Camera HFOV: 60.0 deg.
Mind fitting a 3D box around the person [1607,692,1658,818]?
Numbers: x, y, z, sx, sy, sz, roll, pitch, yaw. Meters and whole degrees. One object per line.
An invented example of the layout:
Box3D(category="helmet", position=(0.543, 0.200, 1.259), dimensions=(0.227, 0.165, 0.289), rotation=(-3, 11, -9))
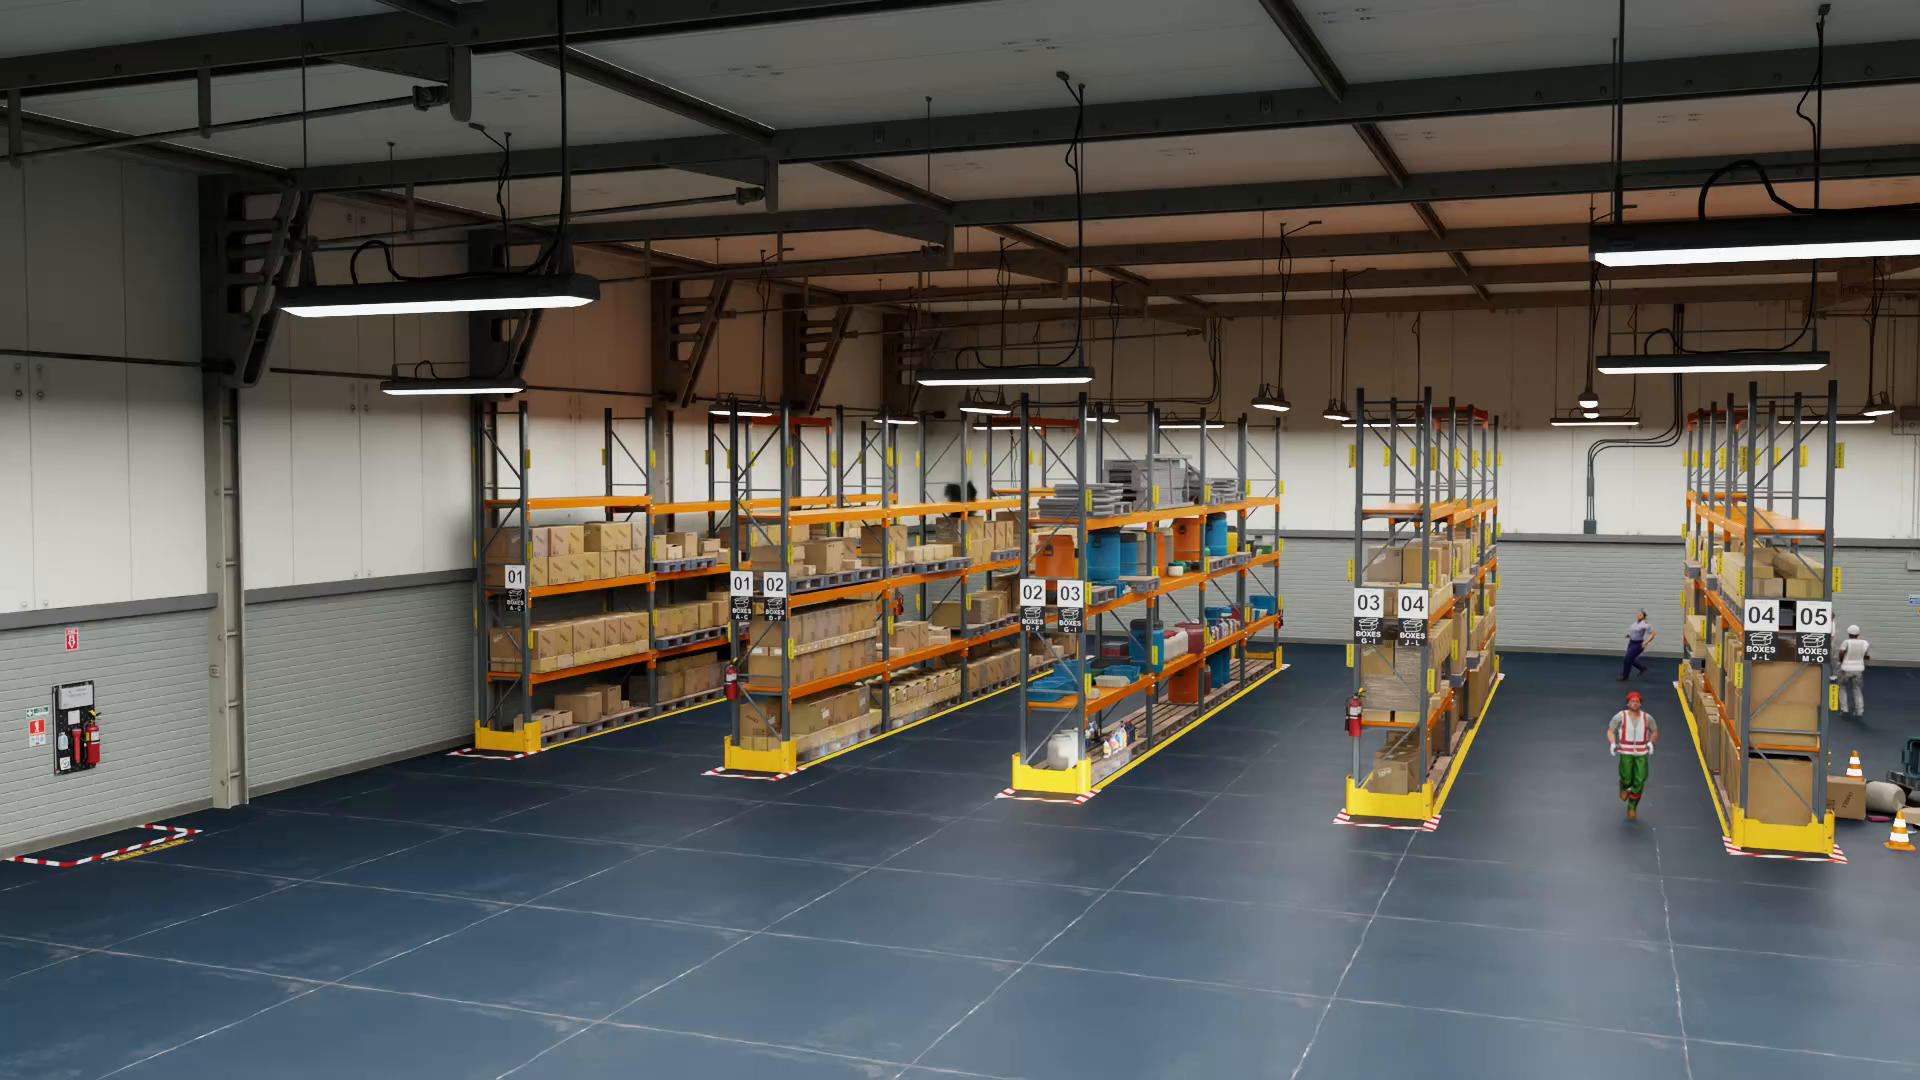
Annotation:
Box3D(category="person", position=(9.480, 3.005, 23.421), dimensions=(0.670, 1.752, 0.611), rotation=(1, 3, 13))

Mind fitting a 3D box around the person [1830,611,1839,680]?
Box3D(category="person", position=(19.554, 2.375, 37.492), dimensions=(0.638, 1.595, 0.517), rotation=(0, 3, -6))

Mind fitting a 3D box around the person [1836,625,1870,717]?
Box3D(category="person", position=(17.182, 2.549, 32.040), dimensions=(0.654, 1.835, 0.735), rotation=(0, 3, 9))

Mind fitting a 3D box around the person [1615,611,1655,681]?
Box3D(category="person", position=(15.228, 2.385, 37.441), dimensions=(0.812, 1.602, 0.673), rotation=(0, 3, -6))
